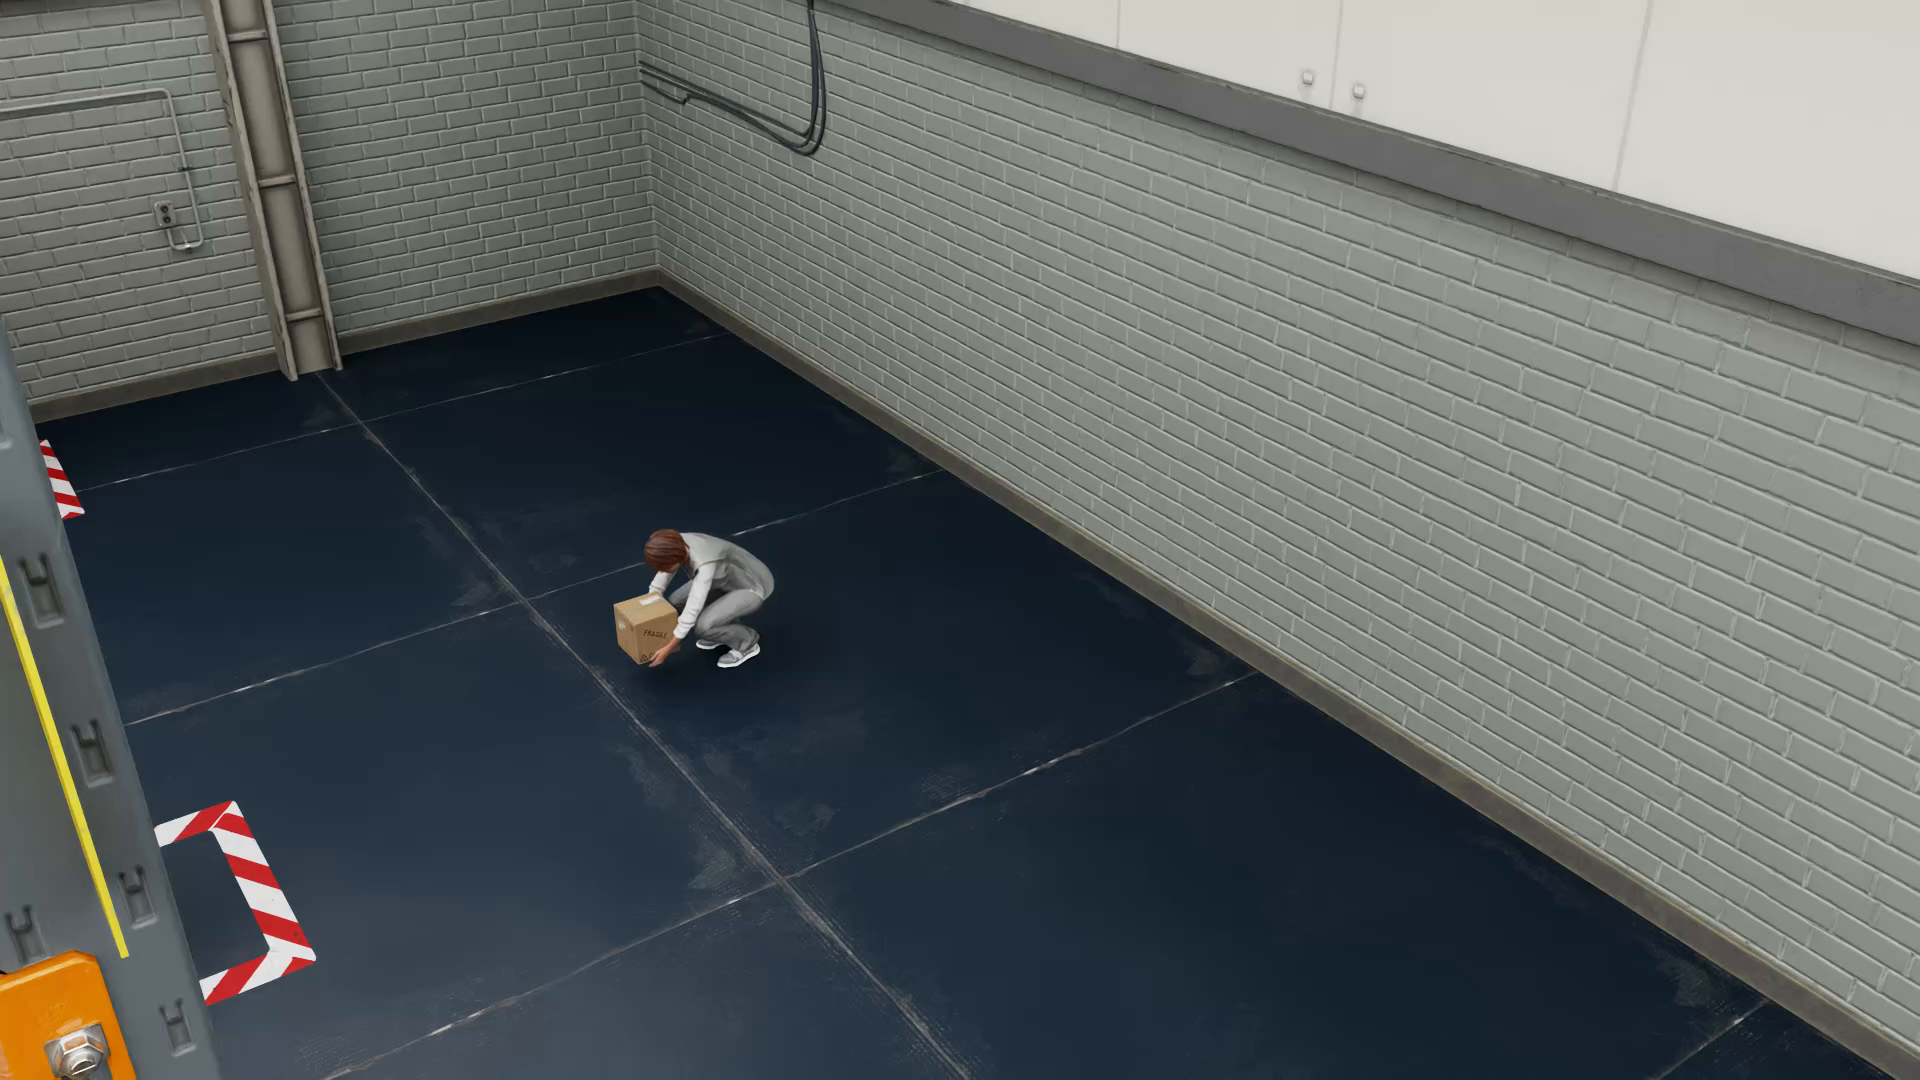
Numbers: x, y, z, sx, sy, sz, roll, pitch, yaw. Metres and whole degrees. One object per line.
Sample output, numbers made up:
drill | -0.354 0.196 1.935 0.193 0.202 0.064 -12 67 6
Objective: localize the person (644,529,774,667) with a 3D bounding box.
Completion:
person | -1.372 0.272 8.919 0.811 0.888 0.461 -19 34 -30
